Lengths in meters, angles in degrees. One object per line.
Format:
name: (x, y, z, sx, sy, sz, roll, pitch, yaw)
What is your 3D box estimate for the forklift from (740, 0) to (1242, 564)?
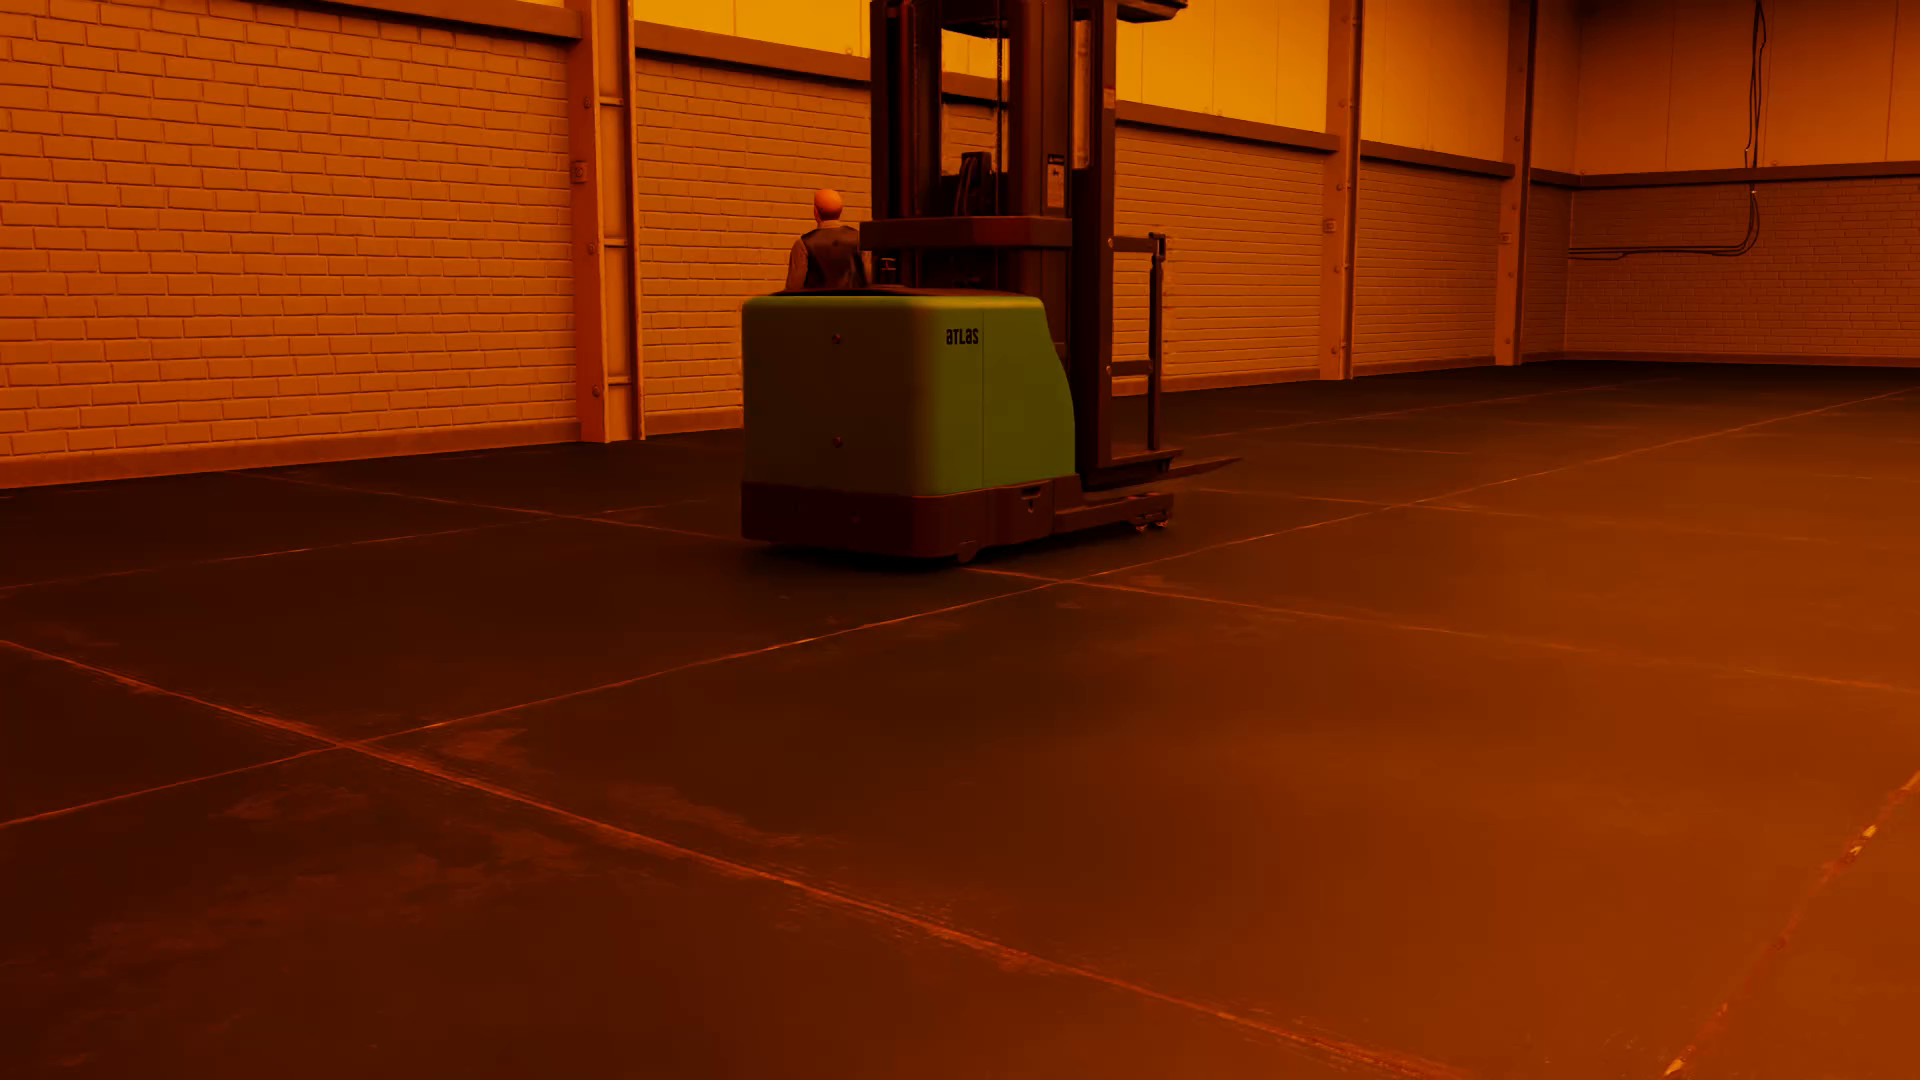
forklift: (0.351, -1.525, 7.701, 1.130, 2.935, 3.031, 6, 10, 36)

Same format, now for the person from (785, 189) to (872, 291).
person: (-0.800, -1.324, 10.459, 0.631, 1.720, 0.568, -2, 9, -12)
